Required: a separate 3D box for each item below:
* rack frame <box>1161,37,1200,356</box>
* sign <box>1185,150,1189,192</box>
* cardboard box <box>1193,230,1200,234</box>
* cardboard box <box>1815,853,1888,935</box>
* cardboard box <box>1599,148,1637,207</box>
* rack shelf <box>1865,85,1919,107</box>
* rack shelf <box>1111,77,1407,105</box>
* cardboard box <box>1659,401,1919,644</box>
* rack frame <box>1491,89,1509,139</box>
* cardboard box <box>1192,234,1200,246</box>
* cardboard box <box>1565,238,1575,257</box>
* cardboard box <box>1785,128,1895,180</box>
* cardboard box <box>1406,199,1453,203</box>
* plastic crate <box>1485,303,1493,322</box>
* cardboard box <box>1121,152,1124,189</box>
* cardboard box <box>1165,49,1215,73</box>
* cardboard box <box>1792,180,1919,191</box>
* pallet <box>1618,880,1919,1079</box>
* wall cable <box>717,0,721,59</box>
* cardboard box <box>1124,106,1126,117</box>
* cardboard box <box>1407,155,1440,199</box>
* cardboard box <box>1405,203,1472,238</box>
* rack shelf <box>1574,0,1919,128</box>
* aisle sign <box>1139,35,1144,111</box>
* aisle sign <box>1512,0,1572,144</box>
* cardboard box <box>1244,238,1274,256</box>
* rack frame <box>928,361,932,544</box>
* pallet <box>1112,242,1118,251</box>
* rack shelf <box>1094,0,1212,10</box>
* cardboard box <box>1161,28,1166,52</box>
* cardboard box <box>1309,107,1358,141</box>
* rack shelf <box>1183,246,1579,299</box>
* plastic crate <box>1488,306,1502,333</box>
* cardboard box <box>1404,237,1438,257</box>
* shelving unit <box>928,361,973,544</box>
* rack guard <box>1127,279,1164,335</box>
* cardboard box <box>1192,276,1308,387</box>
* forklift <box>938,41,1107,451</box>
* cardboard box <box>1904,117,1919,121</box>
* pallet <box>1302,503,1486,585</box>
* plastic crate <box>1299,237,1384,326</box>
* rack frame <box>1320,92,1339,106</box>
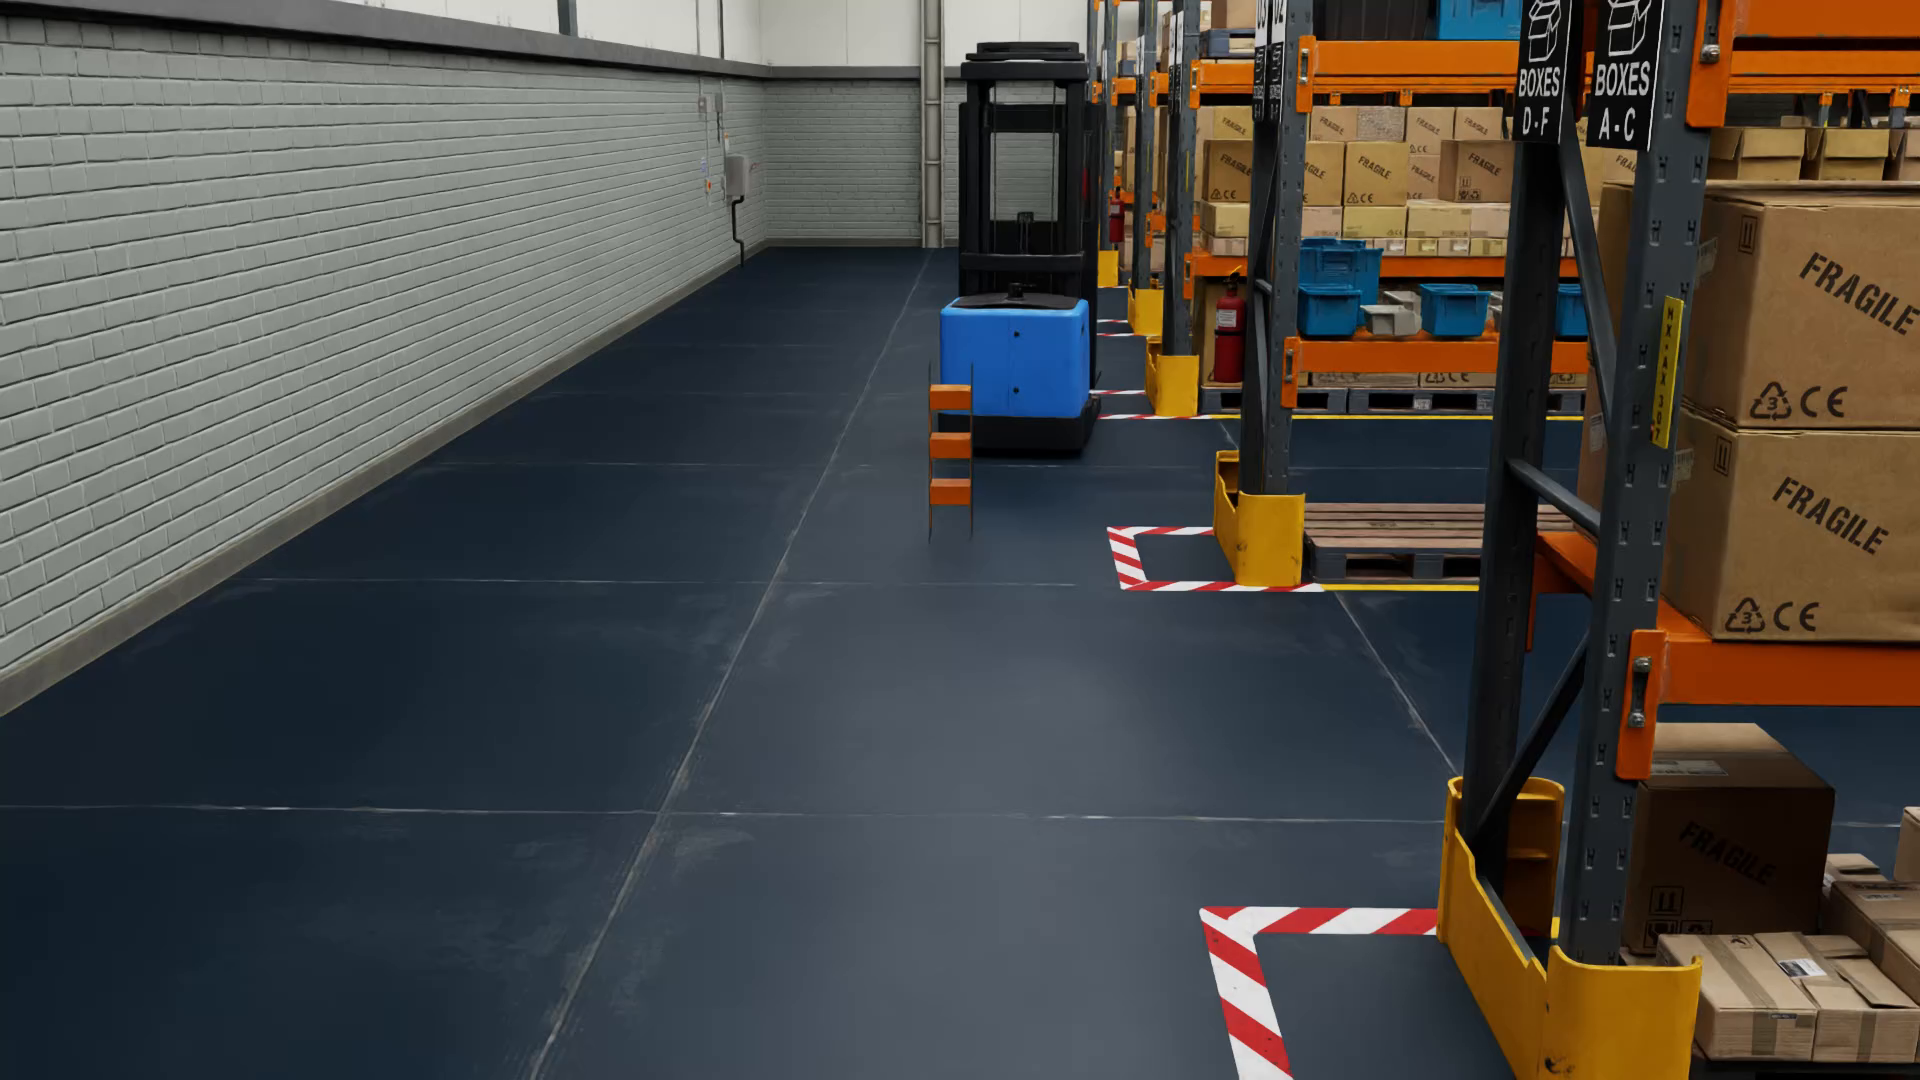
[{"bbox_3d":[1.825,-2.615,13.873,0.127,3.000,1.000,0,15,1],"label":"rack frame"},{"bbox_3d":[1.804,-2.931,13.216,0.005,0.325,0.100,0,15,1],"label":"sign"},{"bbox_3d":[4.189,-5.330,28.240,0.500,0.500,0.500,1,15,2],"label":"cardboard box"},{"bbox_3d":[2.520,1.035,4.730,0.250,0.166,0.380,0,15,1],"label":"cardboard box"},{"bbox_3d":[5.357,-2.958,13.412,0.500,0.500,0.500,1,15,3],"label":"cardboard box"},{"bbox_3d":[12.049,-4.917,18.126,4.000,0.370,1.077,0,15,1],"label":"rack shelf"},{"bbox_3d":[4.077,-6.232,23.111,4.000,0.370,1.077,0,15,1],"label":"rack shelf"},{"bbox_3d":[2.005,-0.067,4.019,0.500,0.500,0.500,1,15,3],"label":"cardboard box"},{"bbox_3d":[6.051,-3.853,18.566,0.127,3.000,1.000,0,15,1],"label":"rack frame"},{"bbox_3d":[3.655,-4.124,23.791,0.875,0.438,0.875,1,15,3],"label":"cardboard box"},{"bbox_3d":[4.996,-2.389,13.509,0.250,0.149,0.380,0,15,0],"label":"cardboard box"},{"bbox_3d":[7.148,-3.113,13.597,0.637,0.503,0.797,1,15,2],"label":"cardboard box"},{"bbox_3d":[3.853,-2.742,14.064,0.500,0.250,0.500,0,15,2],"label":"cardboard box"},{"bbox_3d":[2.807,-1.289,9.245,0.243,0.136,0.396,0,15,1],"label":"plastic crate"},{"bbox_3d":[2.567,-5.255,23.683,0.500,0.500,0.500,0,15,2],"label":"cardboard box"},{"bbox_3d":[2.495,-5.189,18.043,0.500,0.250,0.500,1,15,3],"label":"cardboard box"},{"bbox_3d":[2.525,-0.685,4.400,0.500,0.500,0.500,1,15,3],"label":"cardboard box"},{"bbox_3d":[2.441,1.265,4.632,1.213,0.211,1.003,0,15,1],"label":"pallet"},{"bbox_3d":[-3.594,-8.200,23.281,0.029,3.000,2.355,0,15,1],"label":"wall cable"},{"bbox_3d":[2.442,-6.037,23.413,0.250,0.149,0.380,1,15,2],"label":"cardboard box"},{"bbox_3d":[5.041,-3.980,18.268,0.500,0.500,0.500,0,15,0],"label":"cardboard box"},{"bbox_3d":[3.841,-2.607,13.551,0.500,0.250,0.500,0,15,0],"label":"cardboard box"},{"bbox_3d":[3.567,-1.178,3.957,4.000,0.370,1.077,0,15,1],"label":"rack shelf"},{"bbox_3d":[1.972,-5.060,18.045,0.004,0.787,0.394,0,15,1],"label":"aisle sign"},{"bbox_3d":[1.508,-1.425,4.263,0.004,0.787,0.394,0,15,1],"label":"aisle sign"},{"bbox_3d":[2.428,-2.406,13.572,0.250,0.149,0.380,0,15,1],"label":"cardboard box"},{"bbox_3d":[-0.175,-0.509,9.710,0.008,1.050,0.200,0,15,1],"label":"rack frame"},{"bbox_3d":[3.074,-5.054,28.585,1.213,0.211,1.003,0,15,1],"label":"pallet"},{"bbox_3d":[4.200,-8.947,27.527,4.000,0.370,1.077,0,15,1],"label":"rack shelf"},{"bbox_3d":[2.519,-5.561,18.472,0.500,0.250,0.500,0,15,0],"label":"cardboard box"},{"bbox_3d":[4.028,-4.471,18.168,0.500,0.500,0.500,0,15,0],"label":"cardboard box"},{"bbox_3d":[3.824,-2.254,13.915,4.000,0.370,1.077,0,15,1],"label":"rack shelf"},{"bbox_3d":[2.933,-1.140,8.682,0.298,0.136,0.250,0,15,1],"label":"plastic crate"},{"bbox_3d":[3.709,-2.398,13.540,0.250,0.149,0.380,0,15,0],"label":"cardboard box"},{"bbox_3d":[-0.053,-0.508,9.707,0.252,1.050,0.215,0,15,1],"label":"shelving unit"},{"bbox_3d":[2.128,-2.670,18.981,0.348,0.500,1.175,0,15,1],"label":"rack guard"},{"bbox_3d":[2.466,-1.807,14.152,0.875,0.875,0.875,0,15,1],"label":"cardboard box"},{"bbox_3d":[0.569,-2.393,13.164,1.130,2.935,3.031,2,15,8],"label":"forklift"},{"bbox_3d":[12.917,-5.720,22.766,0.250,0.149,0.380,0,15,0],"label":"cardboard box"},{"bbox_3d":[2.522,0.011,9.383,1.213,0.211,1.003,0,15,1],"label":"pallet"},{"bbox_3d":[2.038,-1.444,9.245,0.499,0.435,0.616,0,15,1],"label":"plastic crate"},{"bbox_3d":[6.199,-6.382,28.151,0.127,3.000,1.000,0,15,1],"label":"rack frame"}]
